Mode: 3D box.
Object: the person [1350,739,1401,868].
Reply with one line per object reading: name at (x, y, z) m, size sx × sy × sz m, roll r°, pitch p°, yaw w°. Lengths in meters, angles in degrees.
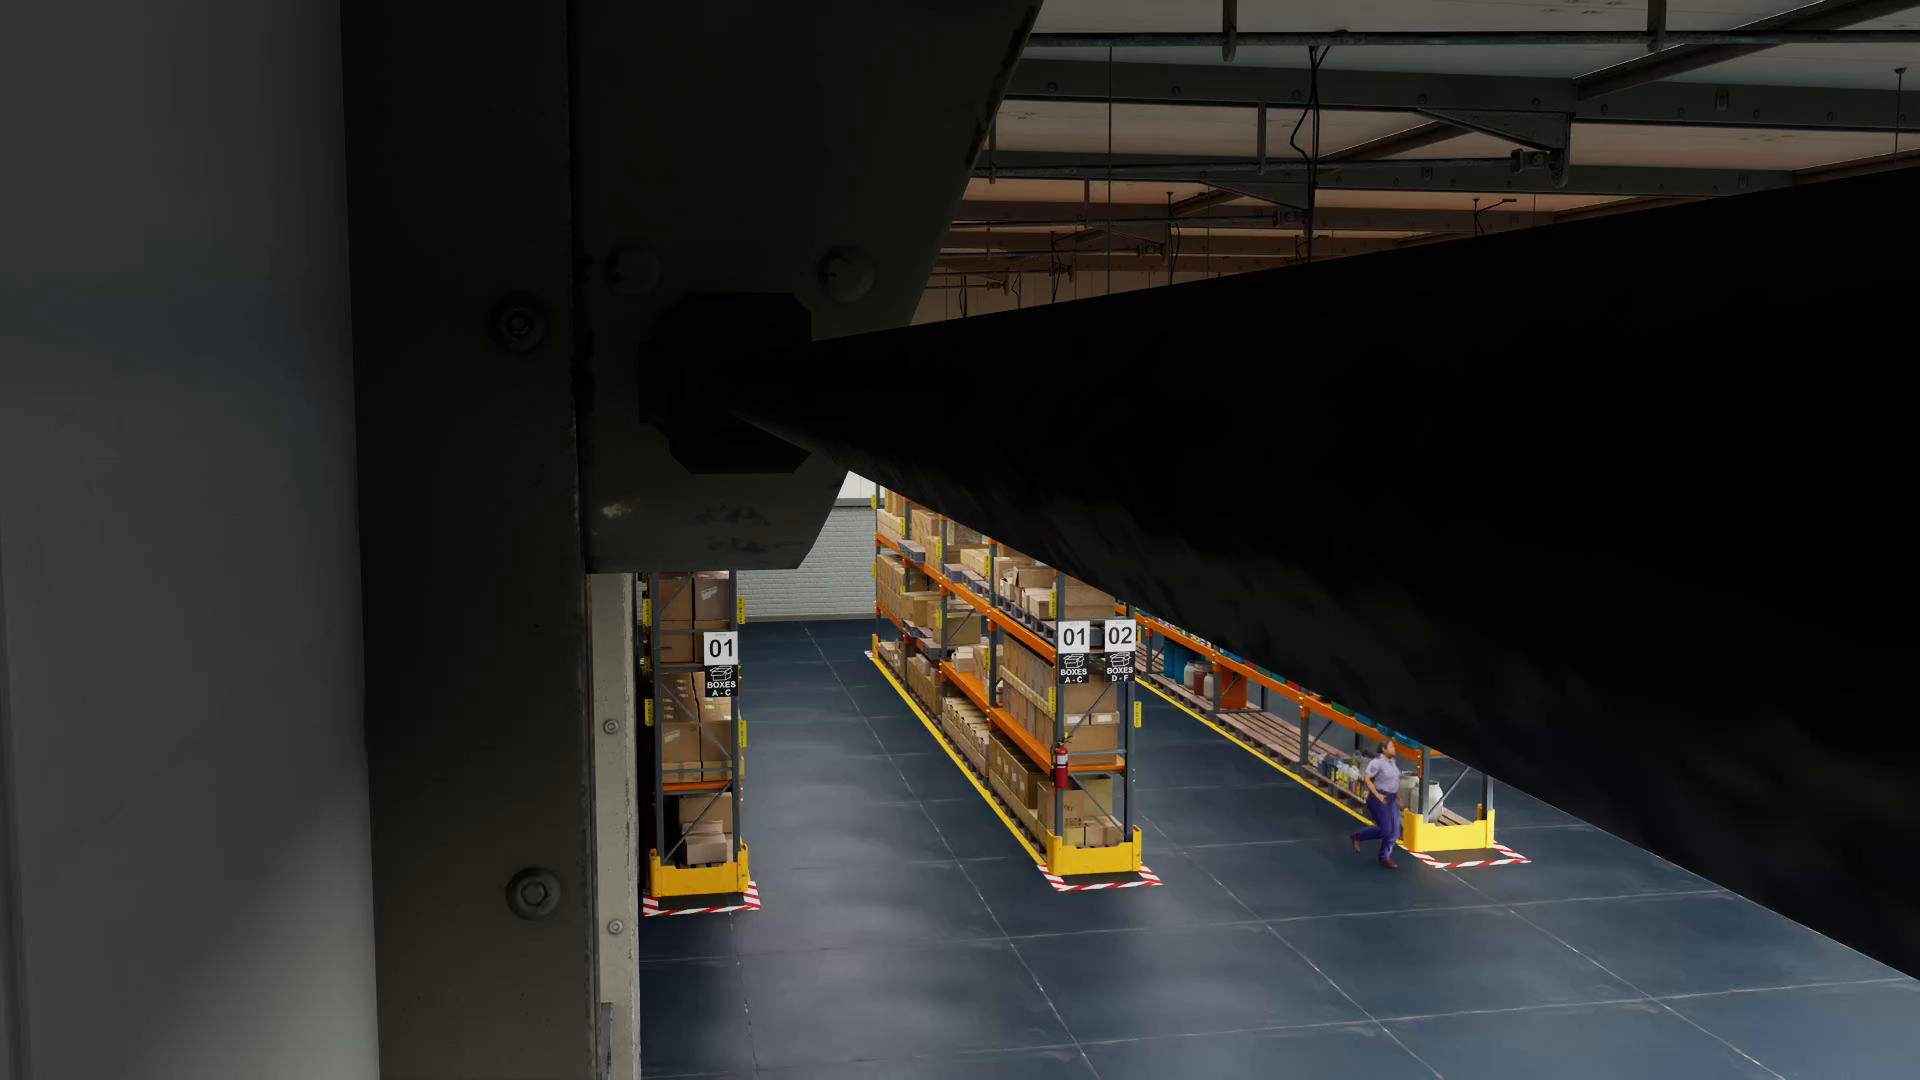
person at (5.469, 3.362, 21.400) m, size 0.613 × 1.566 × 0.642 m, roll 6°, pitch 8°, yaw 44°
